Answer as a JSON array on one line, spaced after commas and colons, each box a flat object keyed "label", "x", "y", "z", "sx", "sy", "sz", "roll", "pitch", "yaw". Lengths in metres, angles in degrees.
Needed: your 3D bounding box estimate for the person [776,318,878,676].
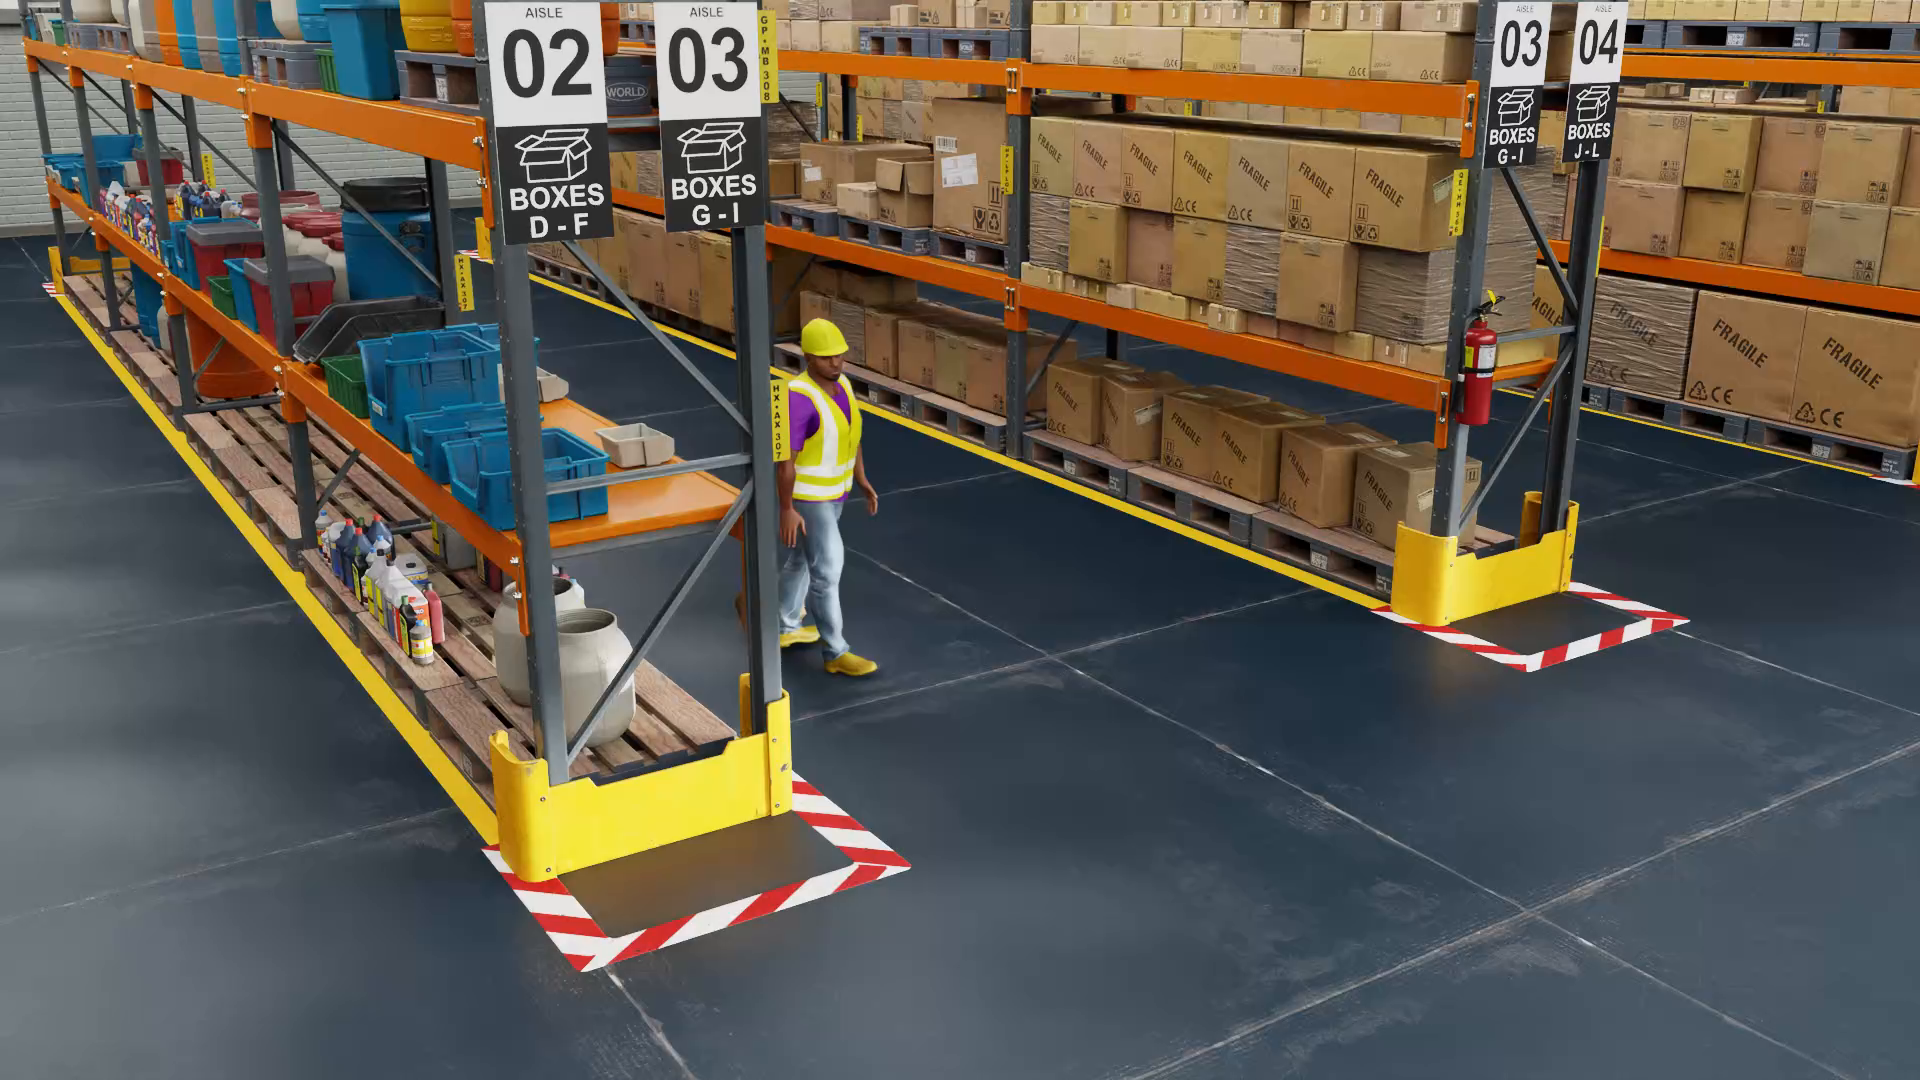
[{"label": "person", "x": -0.686, "y": -0.216, "z": 8.173, "sx": 0.668, "sy": 1.766, "sz": 0.609, "roll": 6, "pitch": 19, "yaw": 17}]
